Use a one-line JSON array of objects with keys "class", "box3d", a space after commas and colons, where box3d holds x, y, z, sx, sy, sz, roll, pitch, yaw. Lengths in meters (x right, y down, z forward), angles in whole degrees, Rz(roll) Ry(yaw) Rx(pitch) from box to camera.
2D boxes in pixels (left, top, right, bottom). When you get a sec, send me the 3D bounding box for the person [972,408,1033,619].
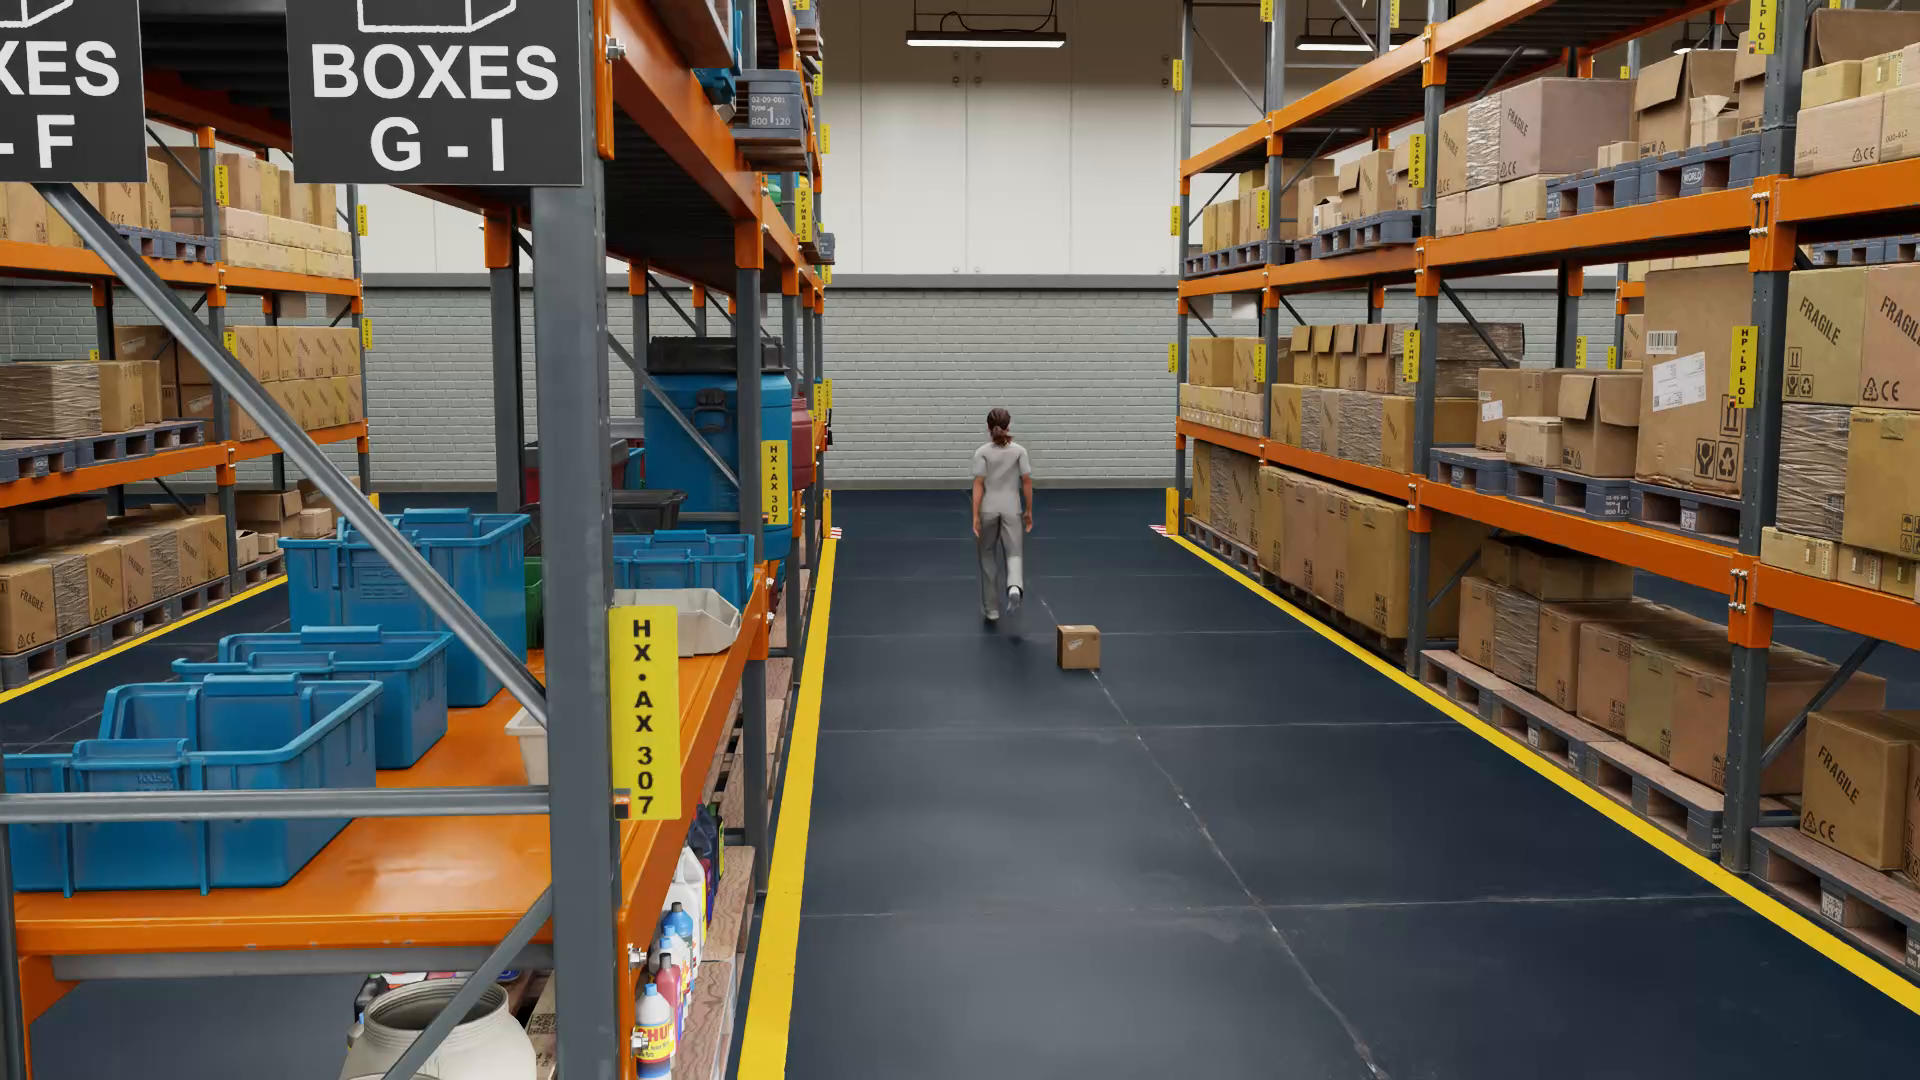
[{"class": "person", "box3d": [0.331, -0.186, 12.707, 0.475, 1.643, 0.830, -1, 7, -6]}]
